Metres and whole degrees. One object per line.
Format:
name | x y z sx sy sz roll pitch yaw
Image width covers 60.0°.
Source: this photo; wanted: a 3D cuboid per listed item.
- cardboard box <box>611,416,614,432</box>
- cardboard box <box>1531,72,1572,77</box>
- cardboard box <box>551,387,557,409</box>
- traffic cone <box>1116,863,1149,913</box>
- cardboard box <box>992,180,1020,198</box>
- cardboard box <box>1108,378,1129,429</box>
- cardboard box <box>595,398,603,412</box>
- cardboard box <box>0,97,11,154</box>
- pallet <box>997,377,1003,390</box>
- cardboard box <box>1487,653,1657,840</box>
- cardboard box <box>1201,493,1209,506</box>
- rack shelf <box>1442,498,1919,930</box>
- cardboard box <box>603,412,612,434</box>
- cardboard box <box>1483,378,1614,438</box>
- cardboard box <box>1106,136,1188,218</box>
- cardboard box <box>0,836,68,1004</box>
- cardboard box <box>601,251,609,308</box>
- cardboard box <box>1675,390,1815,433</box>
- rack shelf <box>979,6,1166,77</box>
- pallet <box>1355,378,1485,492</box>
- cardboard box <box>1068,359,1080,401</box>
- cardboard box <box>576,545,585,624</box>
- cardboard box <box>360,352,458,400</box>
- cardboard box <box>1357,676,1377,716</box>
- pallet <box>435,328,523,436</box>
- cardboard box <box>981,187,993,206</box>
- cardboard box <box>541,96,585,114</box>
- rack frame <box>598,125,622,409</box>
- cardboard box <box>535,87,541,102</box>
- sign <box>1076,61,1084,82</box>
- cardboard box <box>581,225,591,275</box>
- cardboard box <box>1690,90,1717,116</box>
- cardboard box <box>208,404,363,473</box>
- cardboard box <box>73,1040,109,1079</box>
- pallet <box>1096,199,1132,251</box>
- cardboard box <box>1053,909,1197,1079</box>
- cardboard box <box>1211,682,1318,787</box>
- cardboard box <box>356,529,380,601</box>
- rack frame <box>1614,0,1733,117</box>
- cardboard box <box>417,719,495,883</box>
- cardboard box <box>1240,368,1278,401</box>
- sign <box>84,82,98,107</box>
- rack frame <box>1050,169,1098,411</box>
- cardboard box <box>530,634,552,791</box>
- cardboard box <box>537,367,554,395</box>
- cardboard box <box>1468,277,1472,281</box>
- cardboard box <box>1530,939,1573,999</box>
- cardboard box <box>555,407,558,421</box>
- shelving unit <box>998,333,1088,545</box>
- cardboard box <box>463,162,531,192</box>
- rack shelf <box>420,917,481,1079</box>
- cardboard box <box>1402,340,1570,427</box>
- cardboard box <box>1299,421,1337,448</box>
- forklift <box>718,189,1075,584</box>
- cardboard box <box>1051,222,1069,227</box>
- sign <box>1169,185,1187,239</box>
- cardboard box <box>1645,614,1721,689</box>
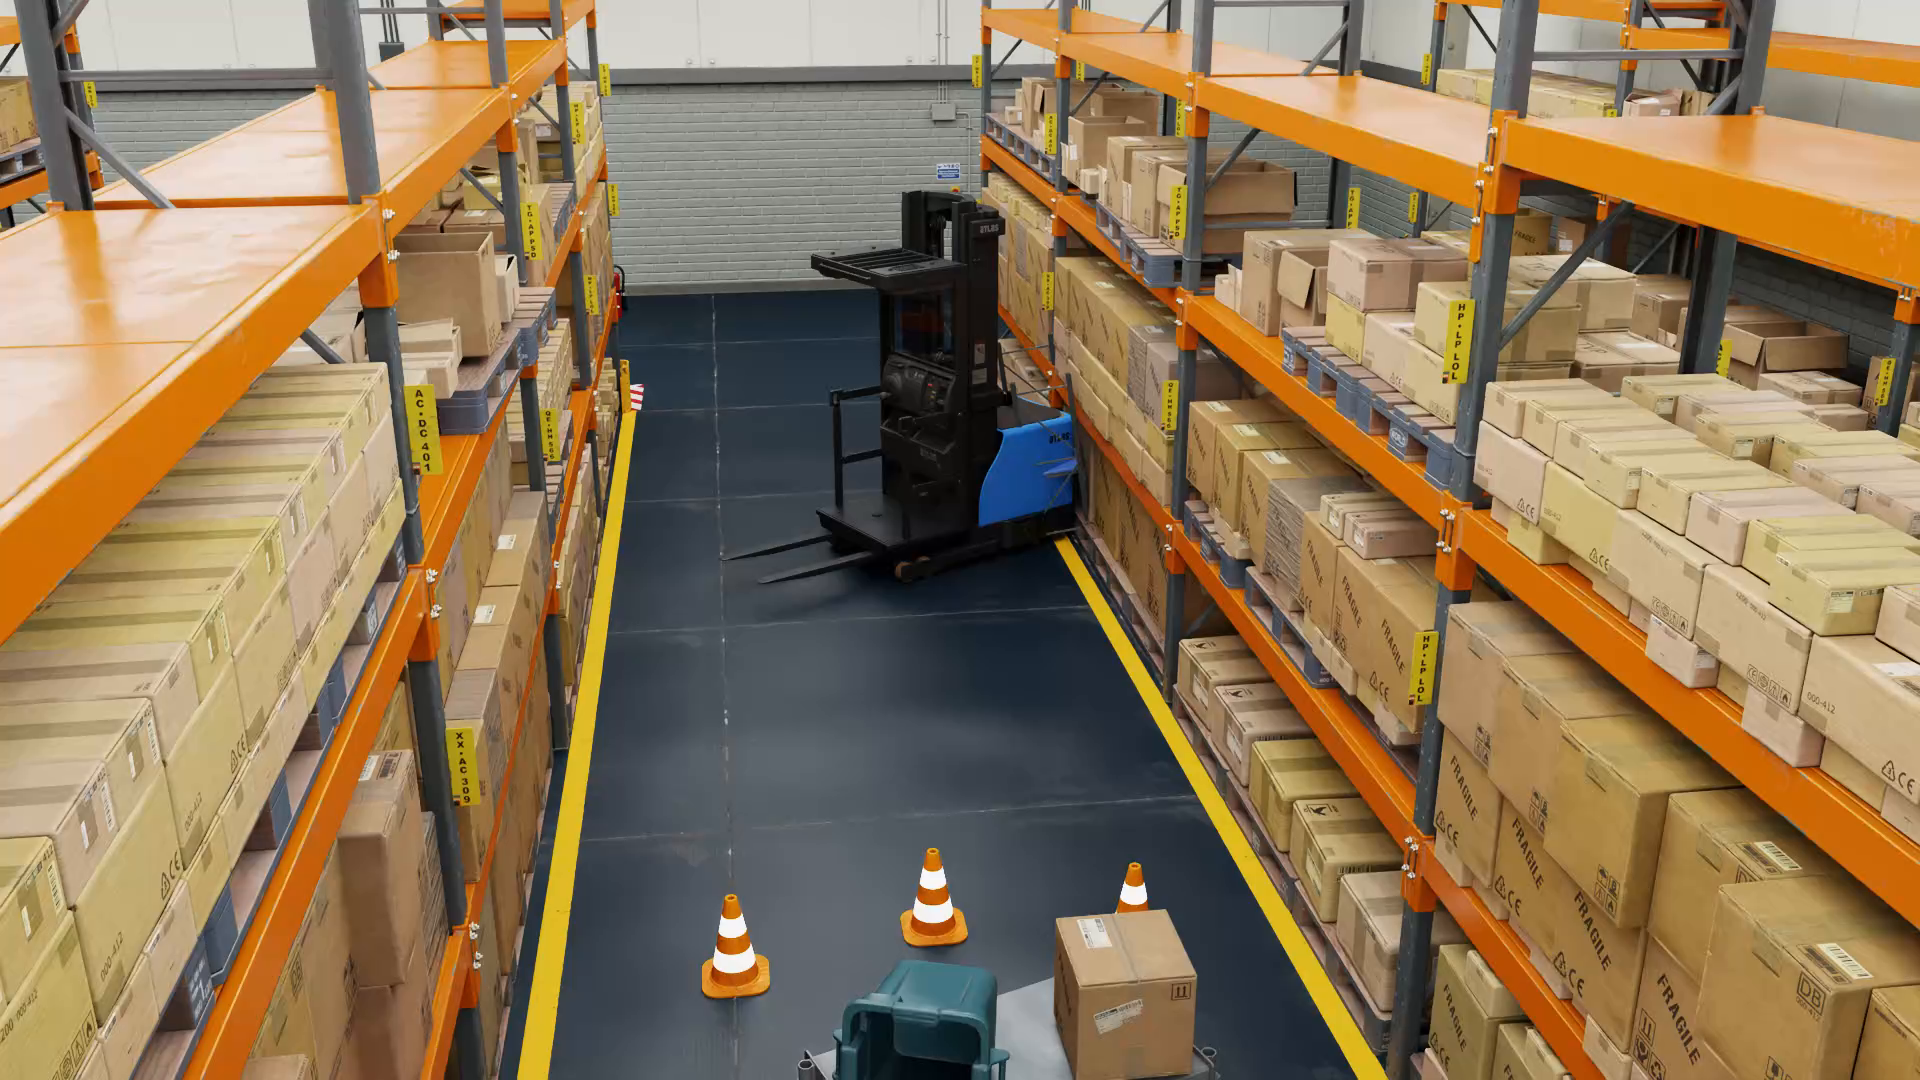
cardboard box | -3.636 -1.166 16.524 0.380 0.149 0.250 -4 21 -10
cardboard box | 6.054 -4.751 17.436 0.500 0.250 0.500 -4 21 -9
cardboard box | -3.103 -0.991 11.916 0.380 0.149 0.250 -2 21 -6
traffic cone | 0.894 1.874 8.538 0.336 0.463 0.334 -3 21 -8
cardboard box | 0.538 -3.610 17.095 0.380 0.149 0.250 -2 21 -6
cardboard box | 1.389 -1.013 12.141 0.500 0.250 0.500 -3 21 -9
cardboard box | -3.624 -1.253 15.908 0.380 0.149 0.250 -3 21 -7
cardboard box | -8.682 -3.564 14.298 0.700 0.500 0.500 -2 21 -5
pallet | 0.921 -1.531 18.015 1.003 0.211 1.213 -3 21 -8
cardboard box | 2.359 0.731 5.975 0.700 0.500 0.500 -3 21 -7
cardboard box | 1.744 -0.298 10.485 0.380 0.149 0.250 -4 21 -11
rack shelf | 2.746 0.668 4.880 1.077 0.370 4.000 -3 21 -8
cardboard box | -3.547 -1.116 15.966 0.380 0.149 0.250 -3 21 -7
cardboard box | 2.180 -0.491 6.177 0.380 0.149 0.250 -3 21 -9
cardboard box | 1.340 -2.585 11.820 0.500 0.500 0.500 -3 21 -7
cardboard box | -1.617 0.591 2.537 0.380 0.149 0.250 -3 21 -7
cardboard box | -3.684 -2.516 16.097 0.500 0.500 0.500 -3 21 -8
cardboard box | 2.833 -0.432 6.018 0.380 0.149 0.250 -3 21 -9
rack shelf | 1.016 -4.704 15.550 1.077 0.370 4.000 -3 21 -8
pallet | 2.474 -0.492 7.228 1.213 0.211 1.003 -3 21 -8
cardboard box | 1.183 -1.311 13.653 0.500 0.250 0.500 -3 21 -9
cardboard box | -3.006 0.309 12.074 0.500 0.500 0.500 -3 21 -9
cardboard box | -2.370 -0.701 7.134 0.380 0.149 0.250 -3 21 -8
cardboard box | 2.090 0.709 7.790 0.380 0.149 0.250 -4 21 -9
pallet | -2.693 -0.766 7.961 1.003 0.211 1.213 -2 21 -5
cardboard box | 0.516 -3.445 17.582 0.500 0.500 0.500 -3 21 -9
cardboard box | -3.617 -3.948 15.142 0.380 0.149 0.250 -3 21 -9
rack frame | -4.156 -2.826 17.495 1.000 3.000 0.127 -3 21 -8
cardboard box | -4.315 -4.369 16.270 0.380 0.149 0.250 -2 21 -6
sign | 1.267 -4.916 17.652 0.100 0.325 0.005 -3 21 -8
cardboard box | -3.493 -2.443 14.472 0.500 0.500 0.500 -4 21 -9
cardboard box | 6.399 -3.649 14.012 0.396 0.266 0.258 -3 21 -8
cardboard box | -1.986 -0.291 4.897 0.380 0.149 0.250 -3 21 -8
cardboard box | -1.619 0.960 2.689 0.380 0.149 0.250 -3 21 -7
pallet | 1.572 -2.265 11.976 1.003 0.211 1.213 -2 21 -5
cardboard box | 0.701 1.961 7.170 0.500 0.500 0.500 -3 21 -8
cardboard box | 2.067 1.145 10.020 0.950 0.372 0.625 -3 21 -9
cardboard box | -1.982 0.084 5.032 0.380 0.149 0.250 -3 21 -7
rack frame | 6.216 -4.788 14.173 1.000 3.000 0.127 -3 21 -8
cardboard box | -2.235 1.086 6.878 0.500 0.500 0.500 -3 21 -7
cardboard box | 2.052 -1.039 11.139 0.500 0.500 0.500 -4 21 -10
sign | -8.539 -4.416 16.314 0.100 0.325 0.005 -3 21 -8
rack frame | 1.305 -1.726 14.549 1.000 3.000 0.127 -3 21 -8
cardboard box | -3.004 1.016 9.823 1.050 0.750 0.750 -3 21 -8
cardboard box | -3.101 -1.125 11.850 0.380 0.149 0.250 -3 21 -9
cardboard box | 5.552 -2.668 17.432 0.380 0.149 0.250 -4 21 -9
cardboard box | 2.343 1.550 6.139 0.380 0.149 0.250 -2 21 -6
cardboard box | -3.096 -0.849 11.962 0.380 0.149 0.250 -4 21 -10
shelving unit | 0.716 -0.864 14.263 0.538 1.500 1.048 -10 26 -1
cardboard box | -2.938 -2.286 10.524 0.396 0.266 0.258 -3 21 -8
rack shelf | -2.137 2.358 4.643 1.077 0.370 4.000 -3 21 -8
cardboard box | 2.230 -0.682 7.083 0.500 0.250 0.500 -3 21 -9
cardboard box | 2.307 -0.402 9.837 0.500 0.500 0.500 -3 21 -9
forklift | -0.506 -1.242 13.352 3.031 2.935 1.130 -15 25 -34
cardboard box | 1.015 -2.732 14.745 0.380 0.149 0.250 -2 21 -6
sign | 1.331 -2.000 10.145 0.100 0.325 0.005 -3 21 -8
cardboard box | 2.359 0.328 5.123 0.380 0.149 0.250 -3 21 -9
